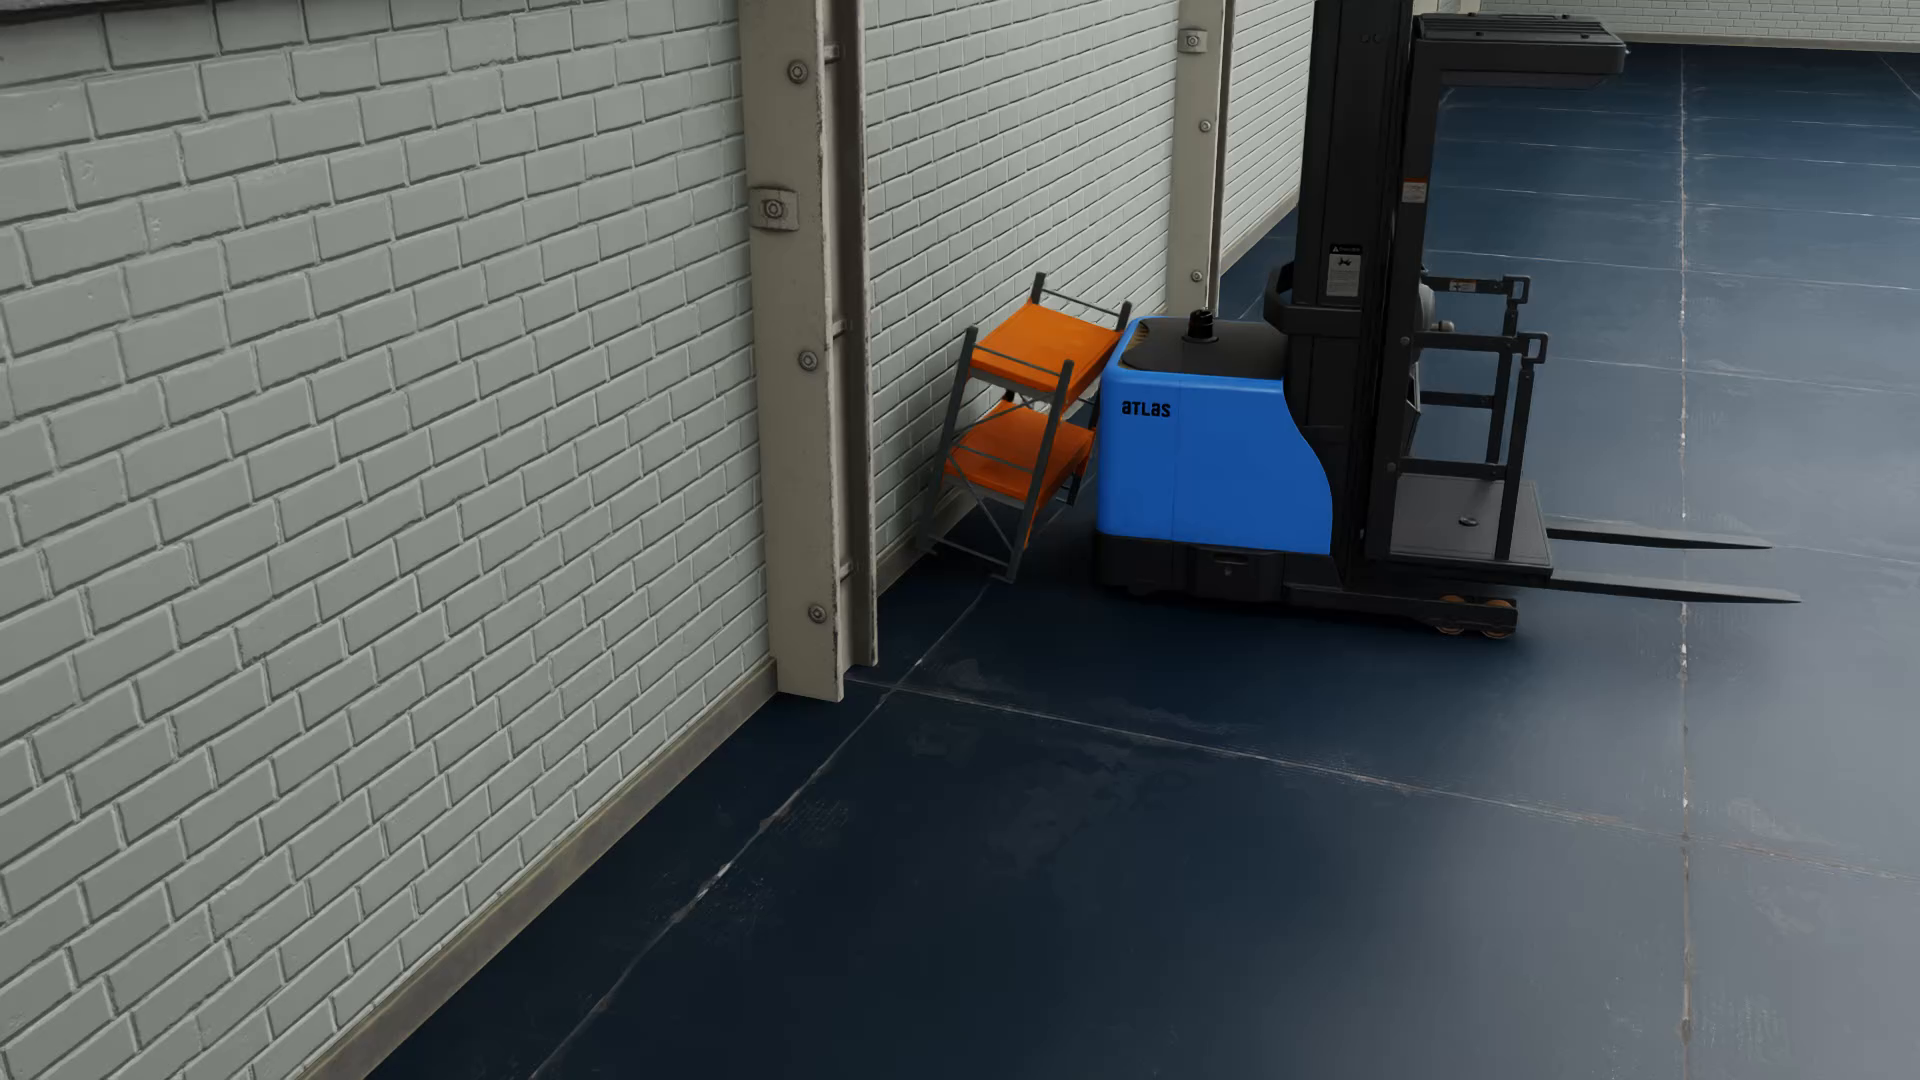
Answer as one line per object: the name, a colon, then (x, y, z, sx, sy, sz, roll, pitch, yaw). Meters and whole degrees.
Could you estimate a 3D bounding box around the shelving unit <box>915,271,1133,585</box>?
shelving unit: (0.315, -0.560, 7.954, 0.538, 1.125, 1.048, 21, 28, 12)

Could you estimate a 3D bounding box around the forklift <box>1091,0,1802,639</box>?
forklift: (2.179, -1.149, 7.199, 3.031, 2.935, 1.130, 5, 23, 13)

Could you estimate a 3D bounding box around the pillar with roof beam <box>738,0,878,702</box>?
pillar with roof beam: (3.438, -2.975, 3.698, 9.100, 9.000, 0.400, 9, 24, 20)

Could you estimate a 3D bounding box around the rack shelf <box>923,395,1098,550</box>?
rack shelf: (0.261, -0.349, 8.066, 0.538, 0.278, 1.000, 21, 28, 12)

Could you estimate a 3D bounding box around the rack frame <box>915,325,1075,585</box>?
rack frame: (0.143, -0.370, 7.514, 0.500, 1.125, 0.032, 21, 28, 12)

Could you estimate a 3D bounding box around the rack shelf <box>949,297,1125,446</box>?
rack shelf: (0.379, -0.812, 7.820, 0.538, 0.278, 1.000, 21, 28, 12)

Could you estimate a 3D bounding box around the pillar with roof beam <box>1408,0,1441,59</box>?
pillar with roof beam: (10.124, -9.417, 19.119, 9.100, 9.000, 0.400, 9, 24, 20)

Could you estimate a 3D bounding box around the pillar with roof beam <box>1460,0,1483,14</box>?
pillar with roof beam: (12.353, -11.564, 24.259, 9.100, 9.000, 0.400, 9, 24, 20)

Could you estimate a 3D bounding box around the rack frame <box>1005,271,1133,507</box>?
rack frame: (0.486, -0.749, 8.393, 0.500, 1.125, 0.032, 21, 28, 12)

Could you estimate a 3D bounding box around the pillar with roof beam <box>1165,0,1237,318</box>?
pillar with roof beam: (5.666, -5.122, 8.838, 9.100, 9.000, 0.400, 9, 24, 20)
